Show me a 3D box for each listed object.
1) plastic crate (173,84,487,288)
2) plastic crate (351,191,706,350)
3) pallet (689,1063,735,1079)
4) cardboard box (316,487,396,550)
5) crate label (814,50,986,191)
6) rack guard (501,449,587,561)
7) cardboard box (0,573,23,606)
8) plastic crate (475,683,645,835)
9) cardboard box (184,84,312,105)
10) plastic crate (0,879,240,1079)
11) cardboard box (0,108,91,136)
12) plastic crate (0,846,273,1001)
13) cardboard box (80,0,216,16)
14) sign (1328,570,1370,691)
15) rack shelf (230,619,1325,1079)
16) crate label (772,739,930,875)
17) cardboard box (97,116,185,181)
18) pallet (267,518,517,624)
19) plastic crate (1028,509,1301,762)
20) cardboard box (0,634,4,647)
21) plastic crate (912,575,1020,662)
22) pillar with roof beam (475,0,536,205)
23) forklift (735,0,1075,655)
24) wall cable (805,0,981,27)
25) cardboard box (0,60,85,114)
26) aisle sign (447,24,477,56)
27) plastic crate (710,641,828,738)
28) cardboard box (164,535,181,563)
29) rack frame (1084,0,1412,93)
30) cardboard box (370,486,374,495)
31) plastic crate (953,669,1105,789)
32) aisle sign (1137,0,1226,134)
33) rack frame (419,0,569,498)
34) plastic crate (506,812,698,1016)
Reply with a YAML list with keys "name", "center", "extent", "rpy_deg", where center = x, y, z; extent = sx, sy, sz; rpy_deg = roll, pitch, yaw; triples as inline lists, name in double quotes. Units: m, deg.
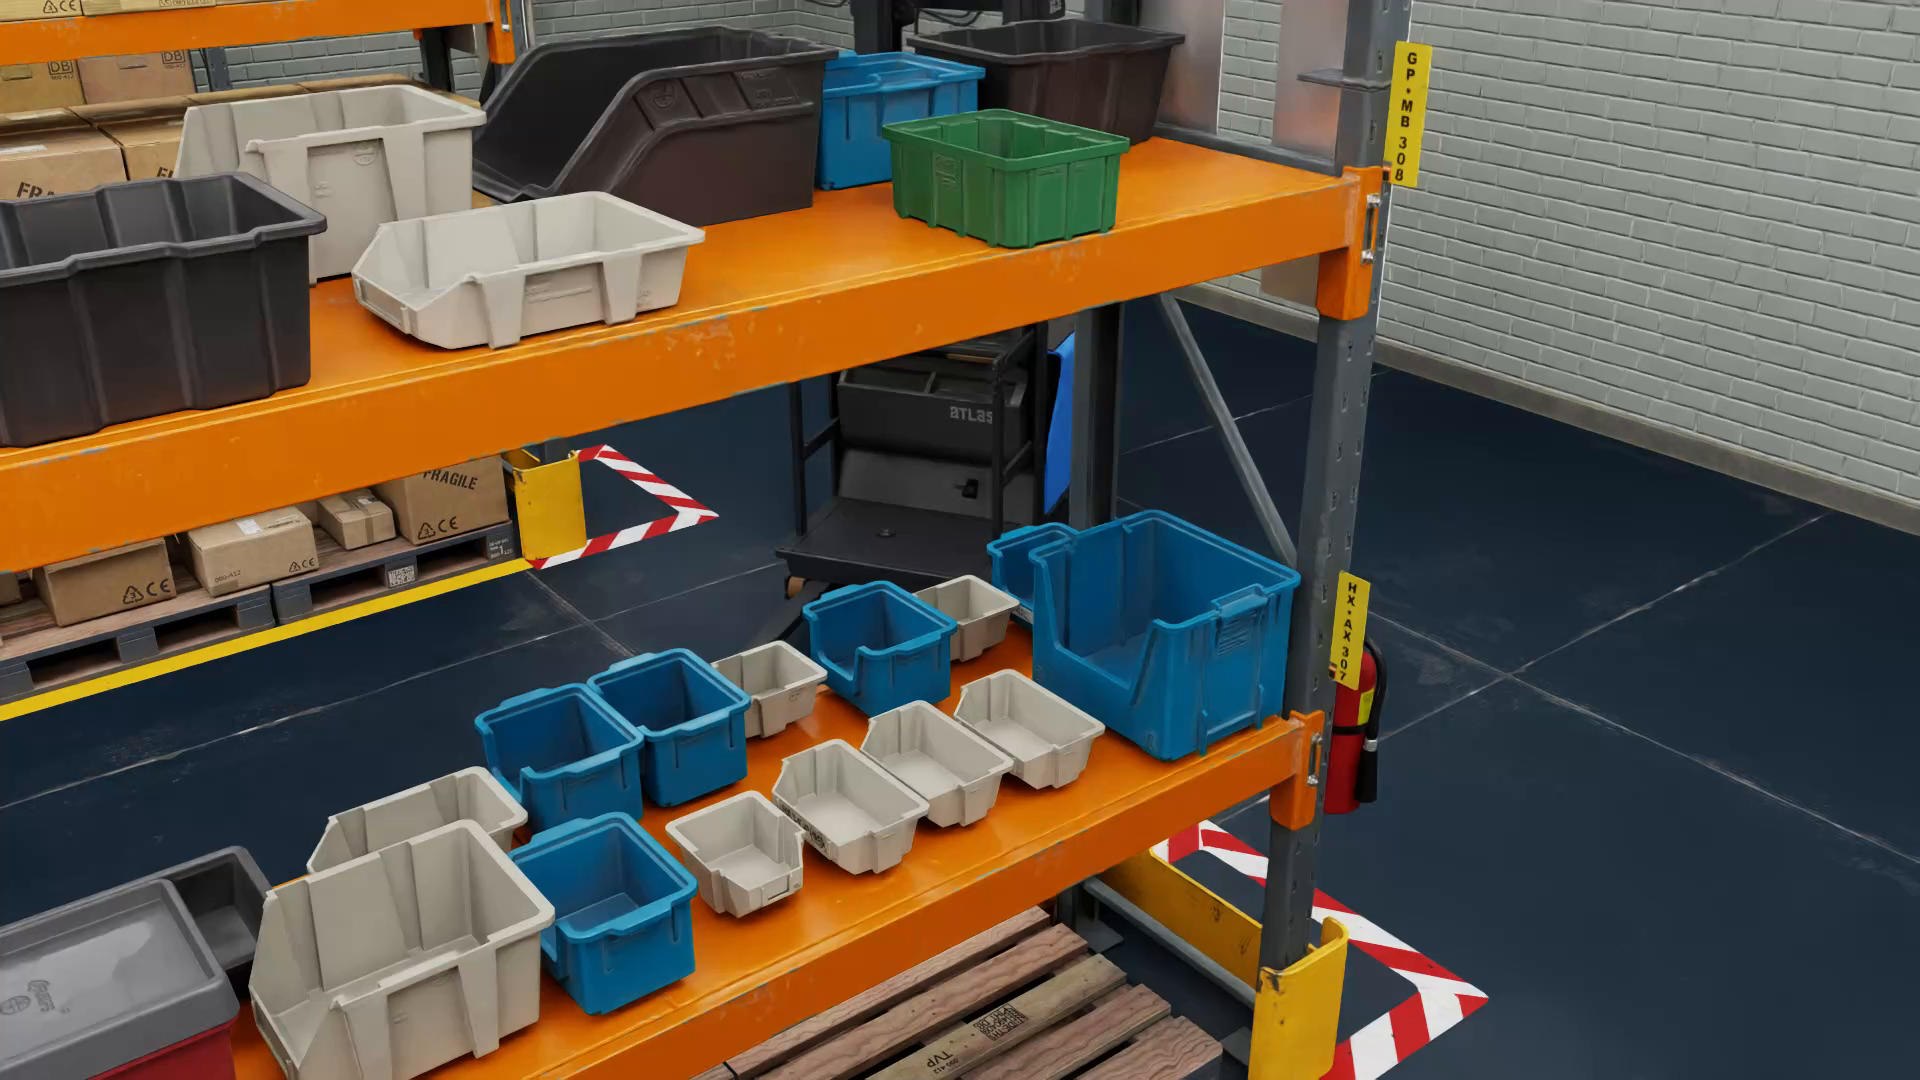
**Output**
- name: "plastic crate"
  center: [-1.242, -0.693, 3.258]
  extent: [0.530, 0.282, 0.437]
  rpy_deg: [-18, 31, -34]
- name: "plastic crate"
  center: [-0.781, -0.482, 2.975]
  extent: [0.530, 0.136, 0.437]
  rpy_deg: [-18, 31, -34]
- name: "pallet"
  center: [-0.940, 1.922, 4.359]
  extent: [1.213, 0.211, 1.003]
  rpy_deg: [-18, 31, -34]
- name: "cardboard box"
  center: [-3.011, -0.118, 8.284]
  extent: [0.250, 0.166, 0.380]
  rpy_deg: [-18, 31, -34]
- name: "crate label"
  center: [-0.233, -1.020, 3.999]
  extent: [0.502, 0.251, 0.408]
  rpy_deg: [-18, 31, -34]
- name: "rack guard"
  center: [-2.421, -0.348, 8.906]
  extent: [0.348, 0.500, 1.175]
  rpy_deg: [-18, 31, -34]
- name: "cardboard box"
  center: [-4.645, 0.121, 7.598]
  extent: [0.500, 0.311, 0.500]
  rpy_deg: [-18, 31, -34]
- name: "plastic crate"
  center: [-0.977, 0.564, 4.099]
  extent: [0.300, 0.233, 0.416]
  rpy_deg: [-18, 31, -34]
- name: "cardboard box"
  center: [-3.280, -1.834, 7.833]
  extent: [0.500, 0.500, 0.500]
  rpy_deg: [-18, 30, -34]
- name: "plastic crate"
  center: [-1.598, 0.974, 2.940]
  extent: [0.583, 0.464, 0.402]
  rpy_deg: [-18, 31, -34]
- name: "cardboard box"
  center: [-4.076, -1.574, 7.271]
  extent: [0.500, 0.500, 0.500]
  rpy_deg: [-19, 31, -34]
- name: "plastic crate"
  center: [-1.740, 0.897, 3.509]
  extent: [0.590, 0.125, 0.437]
  rpy_deg: [-18, 31, -34]
- name: "cardboard box"
  center: [-3.388, -2.313, 6.786]
  extent: [0.500, 0.250, 0.500]
  rpy_deg: [-18, 31, -34]
- name: "sign"
  center: [1.045, 0.244, 4.467]
  extent: [0.005, 0.325, 0.100]
  rpy_deg: [-18, 31, -34]
- name: "rack shelf"
  center: [-0.882, 0.986, 3.917]
  extent: [4.000, 0.370, 1.077]
  rpy_deg: [-18, 31, -34]
- name: "crate label"
  center: [-0.279, 0.655, 4.017]
  extent: [0.243, 0.136, 0.396]
  rpy_deg: [-18, 31, -34]
- name: "cardboard box"
  center: [-3.344, -1.526, 7.169]
  extent: [0.500, 0.500, 0.500]
  rpy_deg: [-17, 30, -33]
- name: "pallet"
  center: [-3.048, -0.009, 8.520]
  extent: [1.213, 0.211, 1.003]
  rpy_deg: [-18, 31, -34]
- name: "plastic crate"
  center: [0.544, 0.246, 4.544]
  extent: [0.499, 0.435, 0.616]
  rpy_deg: [-18, 31, -34]
- name: "cardboard box"
  center: [-4.371, 0.358, 7.259]
  extent: [0.250, 0.166, 0.380]
  rpy_deg: [-18, 31, -34]
- name: "plastic crate"
  center: [-0.009, 0.244, 4.904]
  extent: [0.298, 0.136, 0.250]
  rpy_deg: [-18, 31, -34]
- name: "pillar with roof beam"
  center: [-1.174, -5.425, 9.749]
  extent: [0.400, 9.000, 9.100]
  rpy_deg: [-18, 31, -34]
- name: "forklift"
  center: [-0.205, -1.070, 7.573]
  extent: [1.130, 2.935, 3.031]
  rpy_deg: [9, 26, 18]
- name: "wall cable"
  center: [-0.750, -5.805, 14.258]
  extent: [0.112, 2.526, 3.097]
  rpy_deg: [-18, 31, -34]
- name: "cardboard box"
  center: [-6.382, -2.949, 11.185]
  extent: [0.700, 0.700, 0.980]
  rpy_deg: [-19, 31, -34]
- name: "aisle sign"
  center: [-2.489, -2.796, 8.123]
  extent: [0.004, 0.787, 0.394]
  rpy_deg: [-18, 31, -34]
- name: "plastic crate"
  center: [-0.542, 0.420, 4.524]
  extent: [0.298, 0.136, 0.250]
  rpy_deg: [-18, 31, -34]
- name: "cardboard box"
  center: [-3.751, -0.147, 8.247]
  extent: [0.500, 0.250, 0.500]
  rpy_deg: [-18, 31, -34]
- name: "rack frame"
  center: [0.692, -2.581, 3.622]
  extent: [0.127, 3.000, 1.000]
  rpy_deg: [-18, 31, -34]
- name: "cardboard box"
  center: [-3.100, -0.356, 8.797]
  extent: [0.250, 0.166, 0.380]
  rpy_deg: [-18, 31, -34]
- name: "plastic crate"
  center: [0.162, 0.504, 4.342]
  extent: [0.243, 0.136, 0.396]
  rpy_deg: [-18, 31, -34]
- name: "aisle sign"
  center: [0.566, -1.156, 4.590]
  extent: [0.004, 0.787, 0.394]
  rpy_deg: [-18, 31, -34]
- name: "rack frame"
  center: [-2.361, -1.502, 8.422]
  extent: [0.127, 3.000, 1.000]
  rpy_deg: [-18, 31, -34]
- name: "plastic crate"
  center: [-0.766, 0.807, 3.575]
  extent: [0.300, 0.233, 0.416]
  rpy_deg: [-18, 31, -34]
